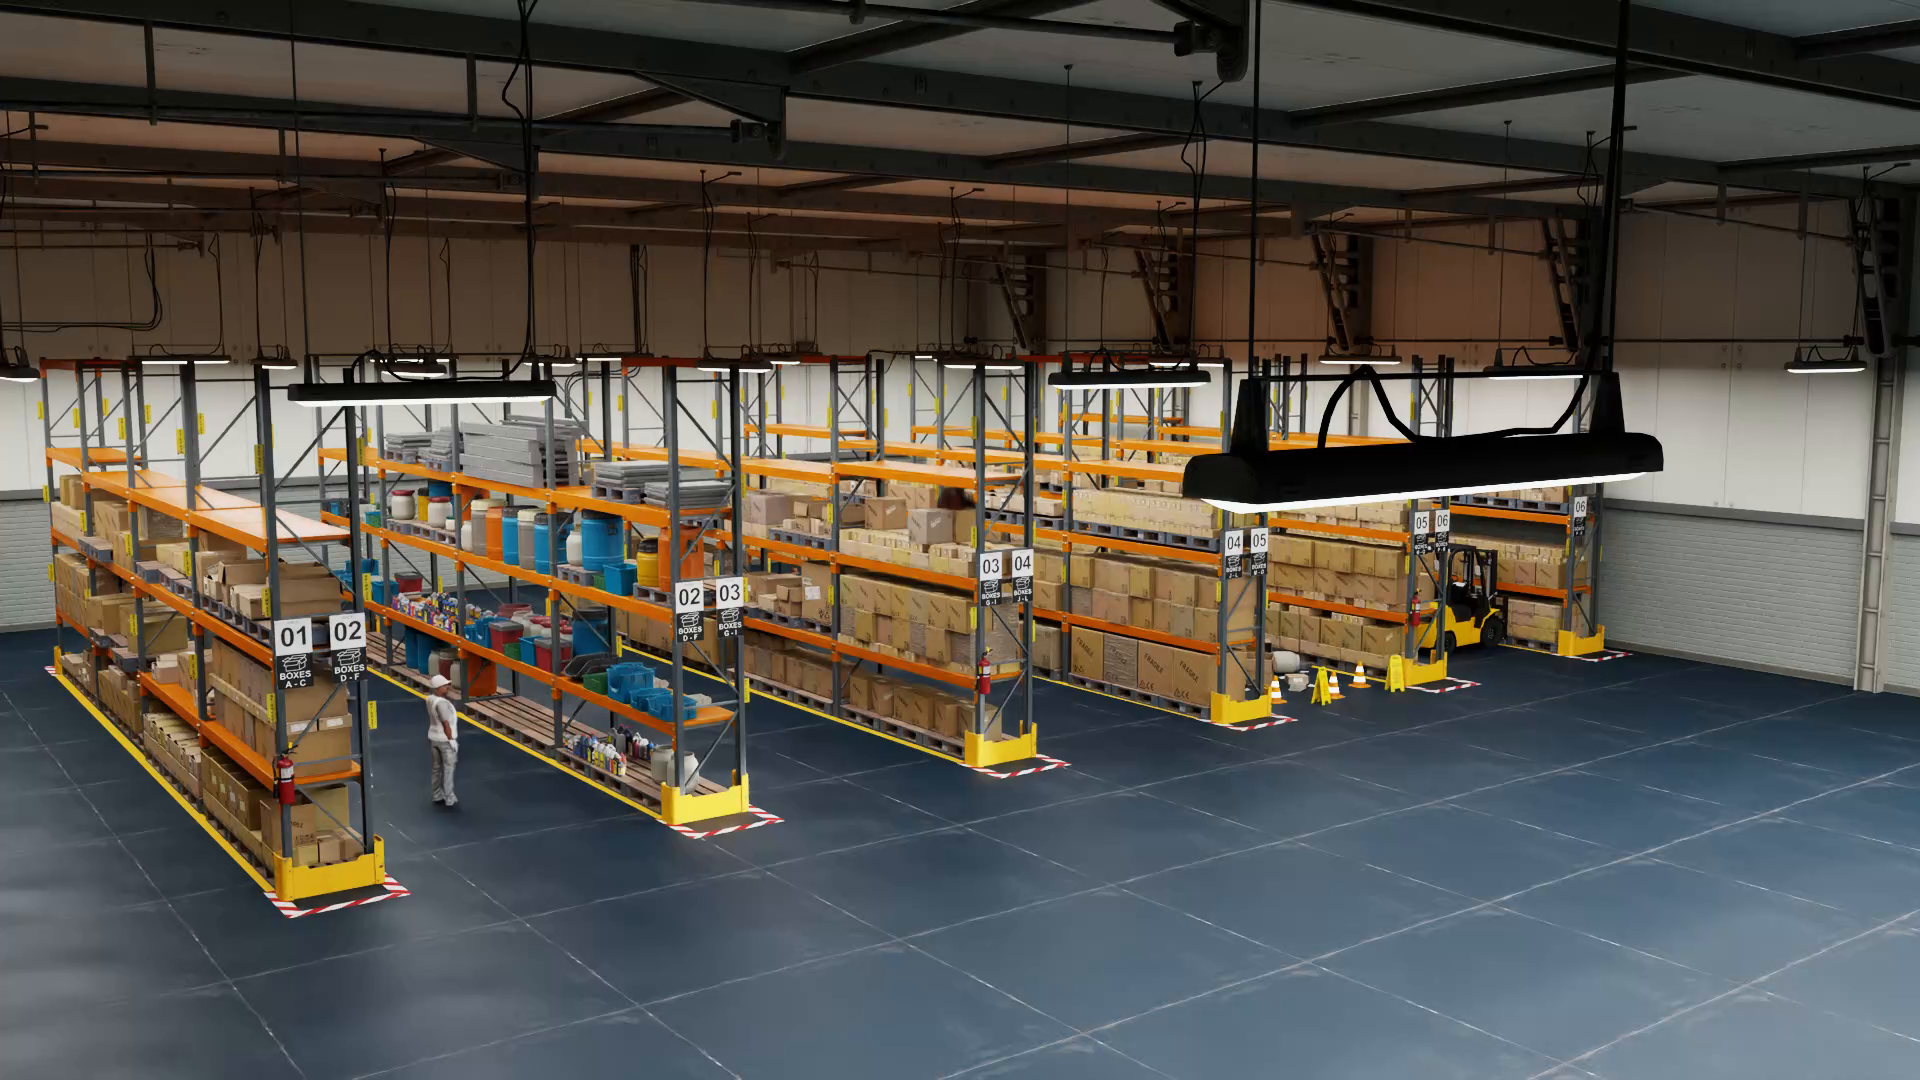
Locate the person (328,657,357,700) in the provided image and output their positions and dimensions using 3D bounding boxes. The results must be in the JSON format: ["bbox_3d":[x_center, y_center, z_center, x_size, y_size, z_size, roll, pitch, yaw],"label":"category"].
[{"bbox_3d":[-10.963,1.919,29.377,0.508,1.809,0.568,-3,8,-24],"label":"person"}]

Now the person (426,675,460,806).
[{"bbox_3d":[-7.046,2.721,22.723,0.574,1.790,0.429,6,9,39],"label":"person"}]

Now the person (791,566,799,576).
[{"bbox_3d":[-3.479,1.321,35.199,0.439,1.558,0.703,-6,9,-41],"label":"person"}]
